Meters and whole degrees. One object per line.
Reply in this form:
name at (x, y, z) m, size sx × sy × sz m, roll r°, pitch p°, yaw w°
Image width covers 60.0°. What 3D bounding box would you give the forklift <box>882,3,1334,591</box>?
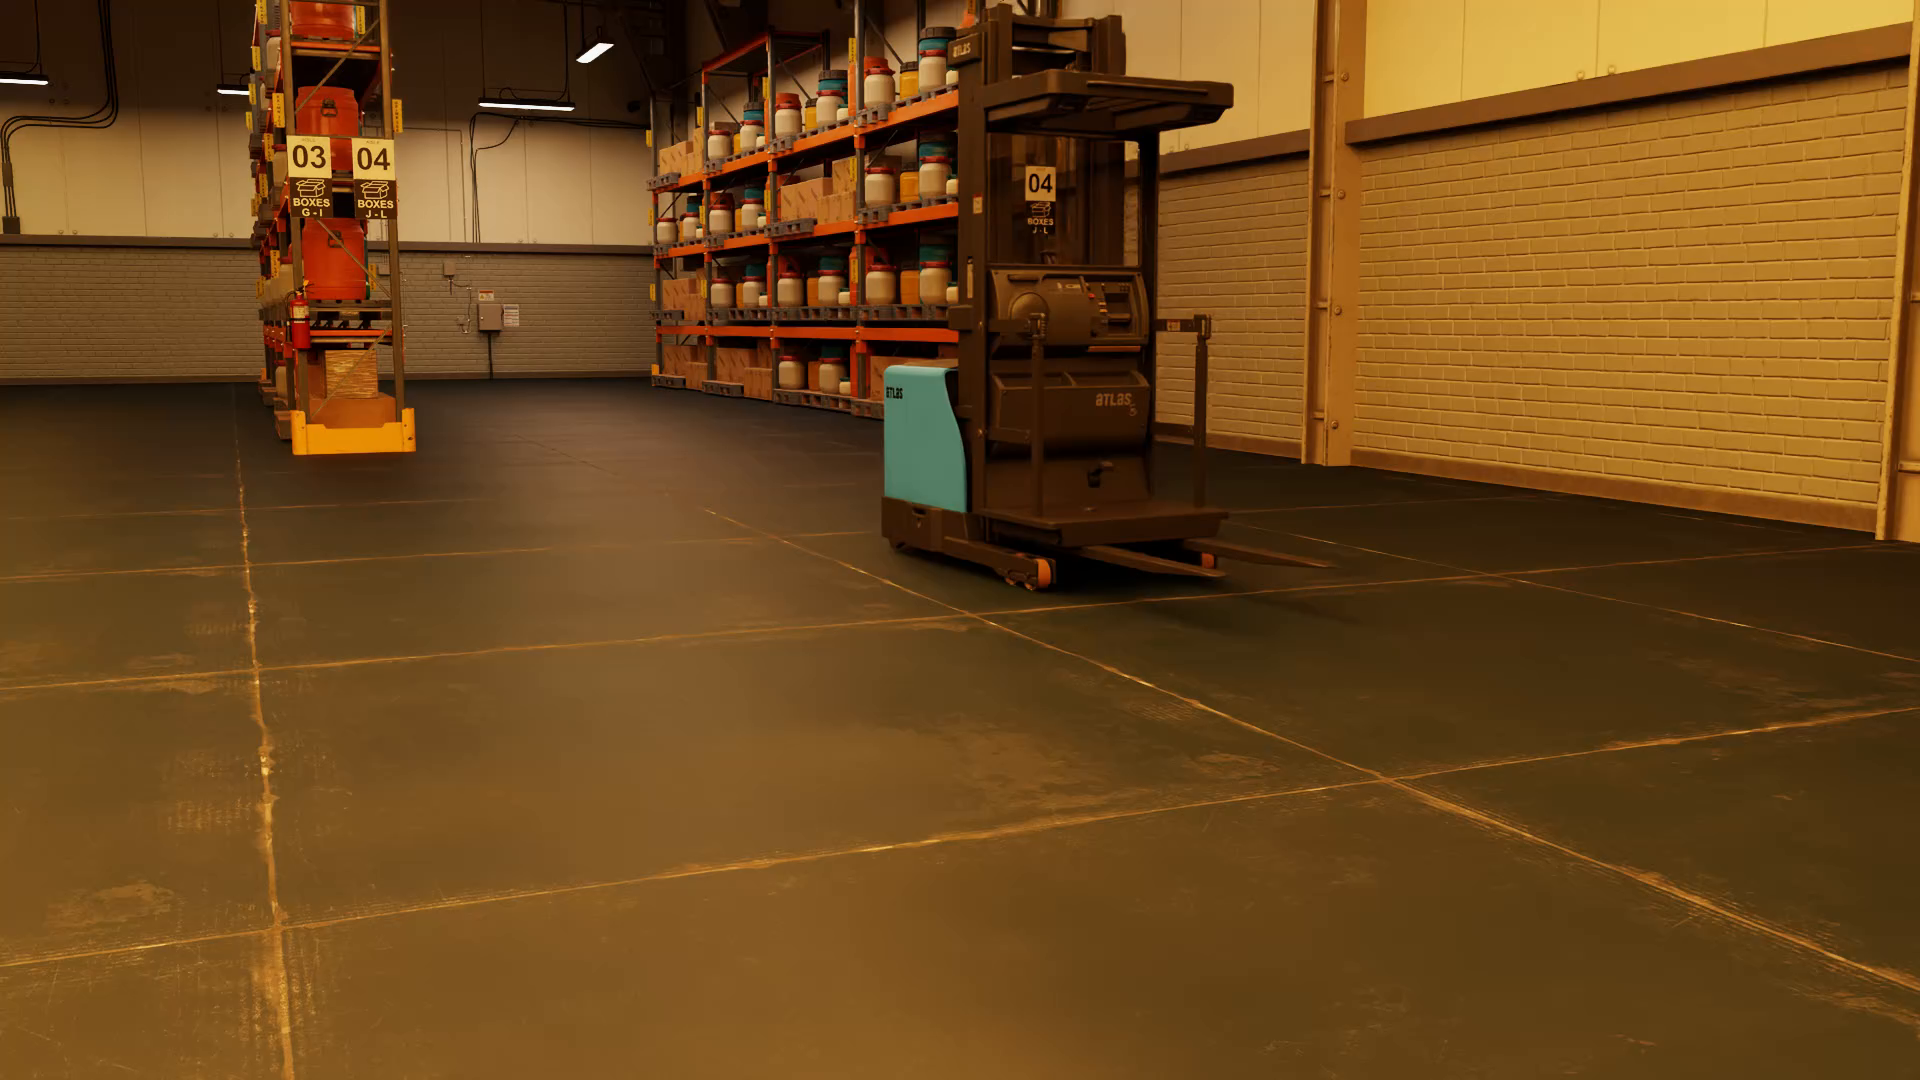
forklift at (0.687, -1.267, 8.553) m, size 1.130 × 2.935 × 3.031 m, roll -4°, pitch 9°, yaw -28°
